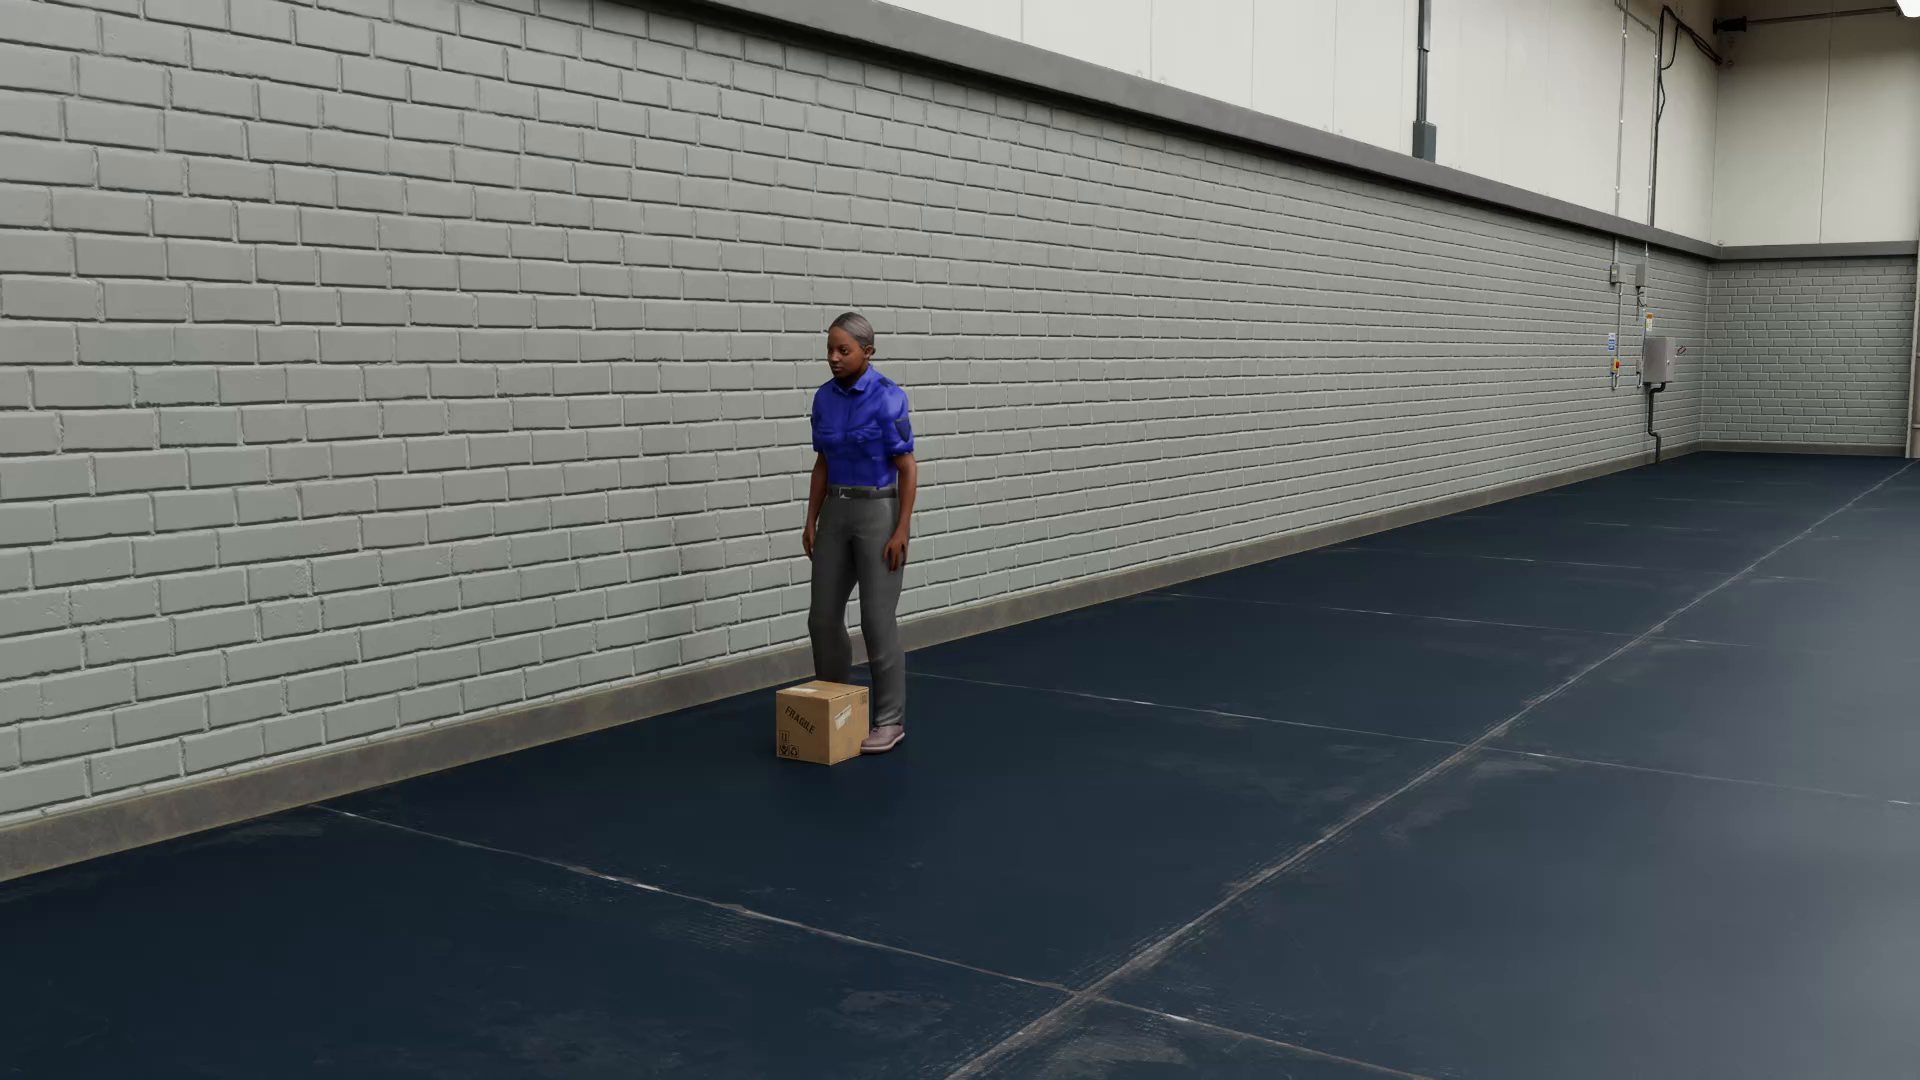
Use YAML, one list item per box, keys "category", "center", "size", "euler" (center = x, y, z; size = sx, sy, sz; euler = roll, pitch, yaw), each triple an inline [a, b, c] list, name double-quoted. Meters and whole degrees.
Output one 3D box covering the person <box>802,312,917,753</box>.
- category: "person"
  center: [-0.396, -0.037, 6.362]
  size: [0.503, 1.654, 0.350]
  euler: [4, 8, 33]
